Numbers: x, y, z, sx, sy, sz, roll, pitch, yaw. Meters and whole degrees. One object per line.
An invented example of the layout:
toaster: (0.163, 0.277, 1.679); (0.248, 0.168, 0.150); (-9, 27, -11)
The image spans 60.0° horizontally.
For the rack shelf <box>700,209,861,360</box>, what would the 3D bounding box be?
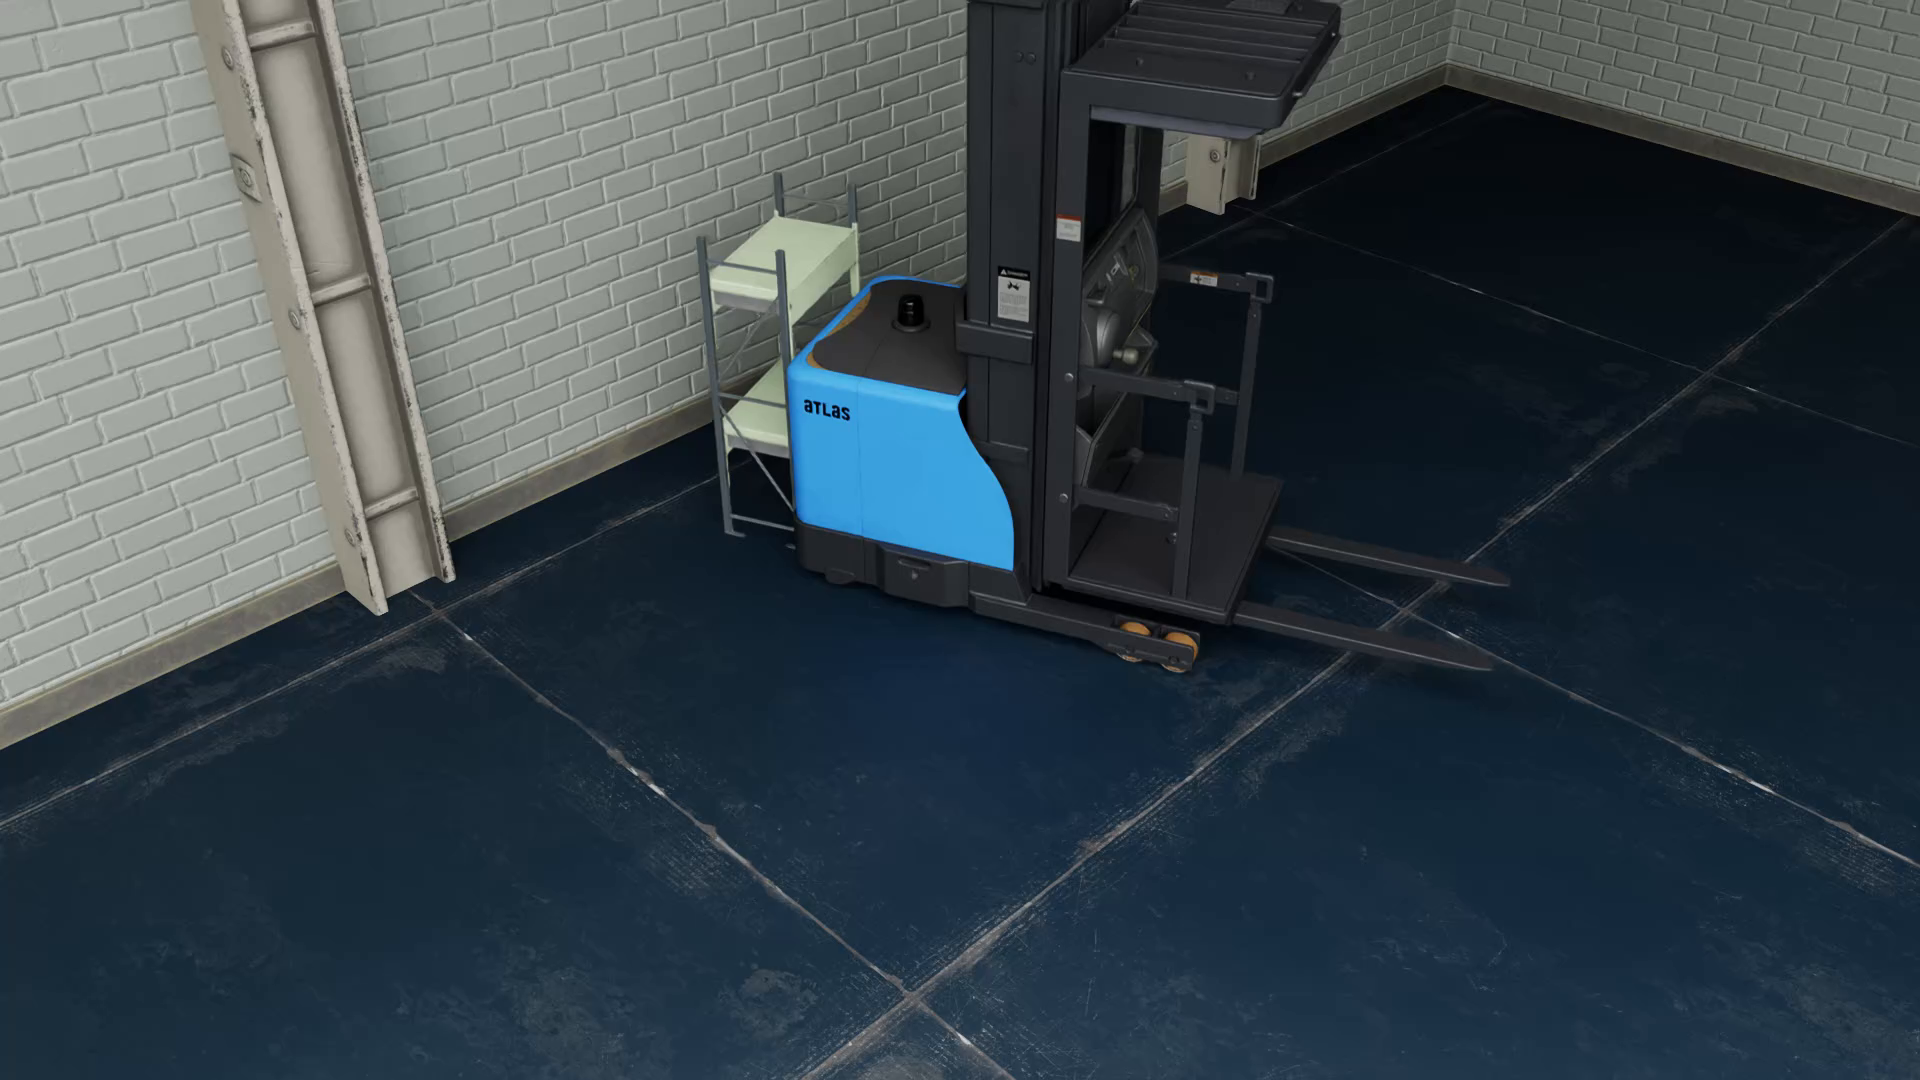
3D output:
rack shelf: (-0.781, -1.127, 7.372); (0.431, 0.370, 0.720); (12, 37, 17)

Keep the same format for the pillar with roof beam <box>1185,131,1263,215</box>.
pillar with roof beam: (4.765, -4.201, 5.907); (9.100, 9.000, 0.400); (30, 45, 35)

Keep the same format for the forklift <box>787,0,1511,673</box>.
forklift: (0.830, -0.994, 6.613); (3.031, 2.935, 1.130); (13, 37, 17)

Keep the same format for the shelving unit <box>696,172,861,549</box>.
shelving unit: (-0.781, -0.807, 7.596); (0.431, 1.500, 0.755); (12, 37, 17)

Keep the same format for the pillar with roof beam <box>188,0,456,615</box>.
pillar with roof beam: (0.538, -1.765, 2.415); (9.100, 9.000, 0.400); (30, 45, 35)

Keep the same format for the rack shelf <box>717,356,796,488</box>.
rack shelf: (-0.781, -0.539, 7.782); (0.431, 0.370, 0.720); (12, 37, 17)

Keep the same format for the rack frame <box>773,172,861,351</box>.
rack frame: (-0.651, -1.002, 7.876); (0.400, 1.500, 0.023); (12, 37, 17)

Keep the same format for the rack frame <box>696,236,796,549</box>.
rack frame: (-0.911, -0.611, 7.315); (0.400, 1.500, 0.023); (12, 37, 17)
